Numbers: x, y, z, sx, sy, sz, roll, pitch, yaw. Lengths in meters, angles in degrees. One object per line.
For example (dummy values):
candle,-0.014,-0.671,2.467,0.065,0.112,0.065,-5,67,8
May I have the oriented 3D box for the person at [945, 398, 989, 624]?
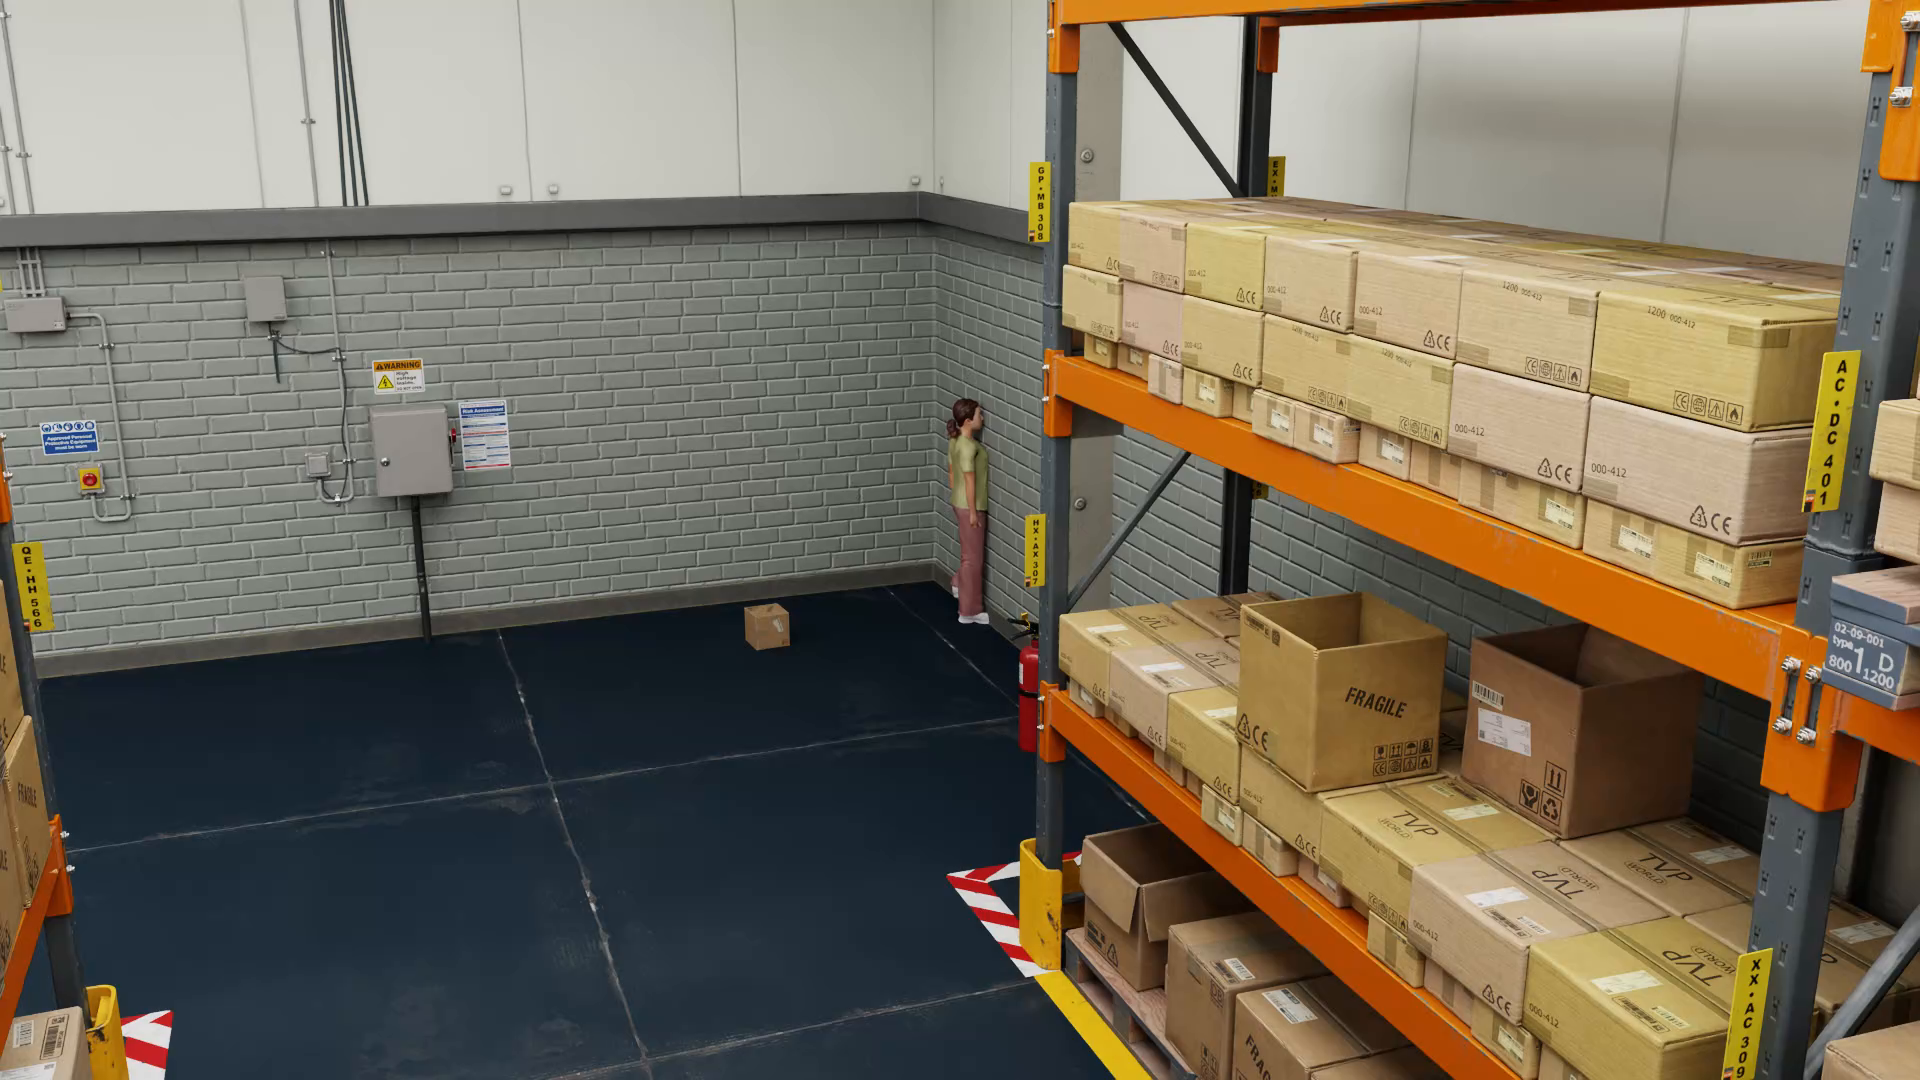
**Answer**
person,0.120,-0.228,12.339,0.470,1.673,0.431,-4,16,-15
